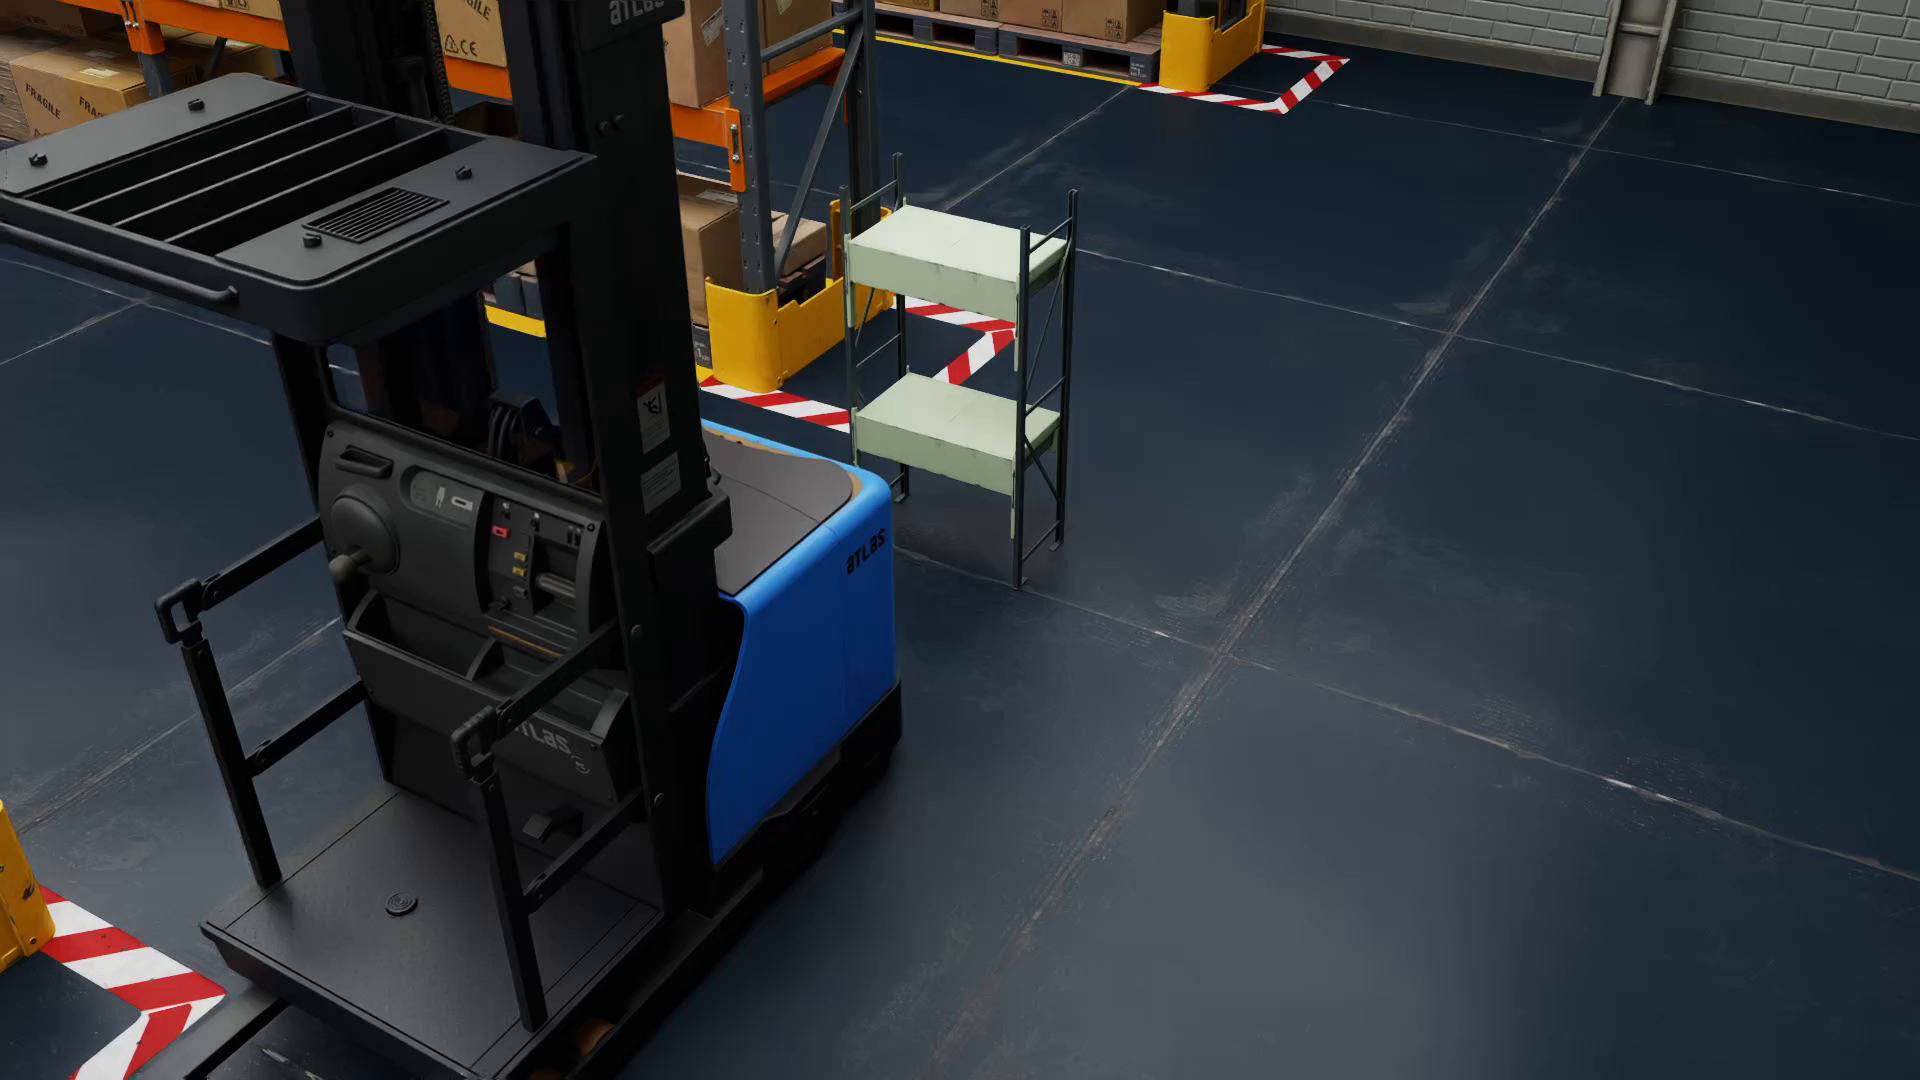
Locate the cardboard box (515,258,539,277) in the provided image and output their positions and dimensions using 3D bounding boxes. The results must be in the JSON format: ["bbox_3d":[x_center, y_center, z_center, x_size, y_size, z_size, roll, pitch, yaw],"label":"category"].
[{"bbox_3d":[-2.096,-1.572,8.489,0.500,0.250,0.500,18,37,24],"label":"cardboard box"}]

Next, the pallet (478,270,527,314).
[{"bbox_3d":[-2.505,-1.642,9.026,1.213,0.211,1.003,18,37,24],"label":"pallet"}]

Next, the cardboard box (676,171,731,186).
[{"bbox_3d":[-1.457,-1.689,8.664,0.500,0.250,0.500,18,37,24],"label":"cardboard box"}]

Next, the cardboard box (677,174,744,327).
[{"bbox_3d":[-1.286,-1.401,8.006,0.500,0.500,0.500,18,37,24],"label":"cardboard box"}]

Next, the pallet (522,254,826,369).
[{"bbox_3d":[-1.450,-1.306,8.521,1.213,0.211,1.003,18,37,24],"label":"pallet"}]

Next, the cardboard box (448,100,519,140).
[{"bbox_3d":[-2.531,-1.957,8.838,0.637,0.503,0.797,18,37,24],"label":"cardboard box"}]

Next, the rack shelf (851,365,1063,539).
[{"bbox_3d":[-0.006,-0.355,6.518,0.720,0.370,0.431,18,37,24],"label":"rack shelf"}]

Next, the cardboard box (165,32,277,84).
[{"bbox_3d":[-4.463,-2.720,9.987,0.500,0.500,0.500,16,37,22],"label":"cardboard box"}]

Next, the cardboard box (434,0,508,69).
[{"bbox_3d":[-2.098,-2.542,7.770,0.500,0.500,0.500,18,38,25],"label":"cardboard box"}]

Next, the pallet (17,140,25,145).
[{"bbox_3d":[-4.889,-2.372,10.122,1.213,0.211,1.003,18,37,24],"label":"pallet"}]

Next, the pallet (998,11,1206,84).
[{"bbox_3d":[1.030,-3.634,12.016,1.213,0.211,1.003,18,37,24],"label":"pallet"}]

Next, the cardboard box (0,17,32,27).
[{"bbox_3d":[-5.801,-3.142,10.620,0.500,0.500,0.500,16,37,23],"label":"cardboard box"}]

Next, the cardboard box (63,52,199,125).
[{"bbox_3d":[-4.735,-2.468,9.608,0.500,0.500,0.500,17,37,24],"label":"cardboard box"}]

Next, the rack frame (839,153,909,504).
[{"bbox_3d":[-0.324,-0.727,6.488,0.023,1.500,0.400,18,37,24],"label":"rack frame"}]

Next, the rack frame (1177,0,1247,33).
[{"bbox_3d":[1.763,-4.612,10.970,0.127,3.000,1.000,18,37,24],"label":"rack frame"}]

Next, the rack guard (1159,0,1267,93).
[{"bbox_3d":[1.784,-3.565,11.652,0.348,0.500,1.175,18,37,24],"label":"rack guard"}]

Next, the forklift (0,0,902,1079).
[{"bbox_3d":[-1.376,0.048,4.033,1.130,2.935,3.031,18,38,25],"label":"forklift"}]

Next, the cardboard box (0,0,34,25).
[{"bbox_3d":[-5.767,-3.445,10.399,0.500,0.250,0.500,17,37,24],"label":"cardboard box"}]

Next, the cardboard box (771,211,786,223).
[{"bbox_3d":[-1.102,-1.580,8.576,0.250,0.166,0.380,18,37,24],"label":"cardboard box"}]

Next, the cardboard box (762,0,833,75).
[{"bbox_3d":[-0.946,-2.518,7.734,0.500,0.500,0.500,18,38,25],"label":"cardboard box"}]

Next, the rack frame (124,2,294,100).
[{"bbox_3d":[-4.164,-3.327,9.040,0.127,3.000,1.000,18,37,24],"label":"rack frame"}]

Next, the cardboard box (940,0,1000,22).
[{"bbox_3d":[0.234,-4.166,12.177,0.500,0.500,0.700,16,37,23],"label":"cardboard box"}]

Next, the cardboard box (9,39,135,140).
[{"bbox_3d":[-5.160,-2.608,9.818,0.500,0.500,0.500,18,38,25],"label":"cardboard box"}]

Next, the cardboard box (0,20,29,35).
[{"bbox_3d":[-6.038,-2.885,10.234,0.500,0.500,0.500,16,37,23],"label":"cardboard box"}]

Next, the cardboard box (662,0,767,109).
[{"bbox_3d":[-1.215,-2.261,7.349,0.500,0.500,0.500,19,38,26],"label":"cardboard box"}]

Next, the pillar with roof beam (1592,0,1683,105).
[{"bbox_3d":[2.401,-4.711,5.706,0.400,9.000,9.100,18,37,24],"label":"pillar with roof beam"}]

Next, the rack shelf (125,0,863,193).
[{"bbox_3d":[-2.428,-2.478,8.414,4.000,0.370,1.077,18,37,24],"label":"rack shelf"}]

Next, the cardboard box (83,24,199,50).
[{"bbox_3d":[-4.932,-2.862,10.199,0.500,0.500,0.500,18,38,25],"label":"cardboard box"}]

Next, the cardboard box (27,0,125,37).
[{"bbox_3d":[-5.332,-3.307,10.192,0.500,0.250,0.500,18,38,24],"label":"cardboard box"}]

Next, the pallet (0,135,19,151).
[{"bbox_3d":[-5.953,-2.707,10.625,1.213,0.211,1.003,18,37,24],"label":"pallet"}]

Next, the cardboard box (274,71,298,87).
[{"bbox_3d":[-3.529,-2.450,9.581,0.500,0.500,0.500,18,37,24],"label":"cardboard box"}]

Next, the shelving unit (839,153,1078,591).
[{"bbox_3d":[-0.006,-0.626,6.337,0.755,1.500,0.431,18,37,24],"label":"shelving unit"}]

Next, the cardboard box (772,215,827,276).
[{"bbox_3d":[-0.885,-1.504,8.478,0.250,0.149,0.380,18,37,24],"label":"cardboard box"}]

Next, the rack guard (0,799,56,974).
[{"bbox_3d":[-3.125,1.196,4.502,0.348,0.500,1.175,18,37,24],"label":"rack guard"}]

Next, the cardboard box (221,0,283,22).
[{"bbox_3d":[-3.411,-2.958,8.396,0.500,0.500,0.500,18,38,25],"label":"cardboard box"}]

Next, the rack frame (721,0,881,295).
[{"bbox_3d":[-0.691,-2.227,7.388,0.127,3.000,1.000,18,37,24],"label":"rack frame"}]

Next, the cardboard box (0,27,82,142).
[{"bbox_3d":[-5.595,-2.746,10.025,0.500,0.500,0.500,18,38,25],"label":"cardboard box"}]

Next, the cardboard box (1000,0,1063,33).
[{"bbox_3d":[0.671,-4.028,11.969,0.500,0.500,0.700,17,37,24],"label":"cardboard box"}]

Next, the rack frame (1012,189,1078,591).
[{"bbox_3d":[0.312,-0.525,6.186,0.023,1.500,0.400,18,37,24],"label":"rack frame"}]

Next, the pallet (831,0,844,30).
[{"bbox_3d":[-1.088,-4.305,13.024,1.213,0.211,1.003,18,37,24],"label":"pallet"}]

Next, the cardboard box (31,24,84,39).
[{"bbox_3d":[-5.362,-3.003,10.411,0.500,0.500,0.500,18,38,25],"label":"cardboard box"}]

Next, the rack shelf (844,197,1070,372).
[{"bbox_3d":[-0.006,-0.951,6.121,0.720,0.370,0.431,18,37,24],"label":"rack shelf"}]

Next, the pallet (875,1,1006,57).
[{"bbox_3d":[-0.025,-3.970,12.521,1.213,0.211,1.003,18,37,24],"label":"pallet"}]

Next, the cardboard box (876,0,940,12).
[{"bbox_3d":[-0.232,-4.309,12.392,0.500,0.500,0.700,18,38,25],"label":"cardboard box"}]

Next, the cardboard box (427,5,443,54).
[{"bbox_3d":[-2.535,-2.680,7.979,0.500,0.500,0.500,17,37,24],"label":"cardboard box"}]

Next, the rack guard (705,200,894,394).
[{"bbox_3d":[-0.757,-1.208,8.112,0.348,0.500,1.175,18,37,24],"label":"rack guard"}]

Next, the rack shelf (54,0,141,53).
[{"bbox_3d":[-5.901,-3.578,10.066,4.000,0.370,1.077,18,37,24],"label":"rack shelf"}]

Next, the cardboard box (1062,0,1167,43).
[{"bbox_3d":[1.106,-3.891,11.763,0.500,0.500,0.700,18,37,24],"label":"cardboard box"}]

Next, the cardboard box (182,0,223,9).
[{"bbox_3d":[-3.857,-3.098,8.605,0.500,0.500,0.500,19,38,26],"label":"cardboard box"}]
